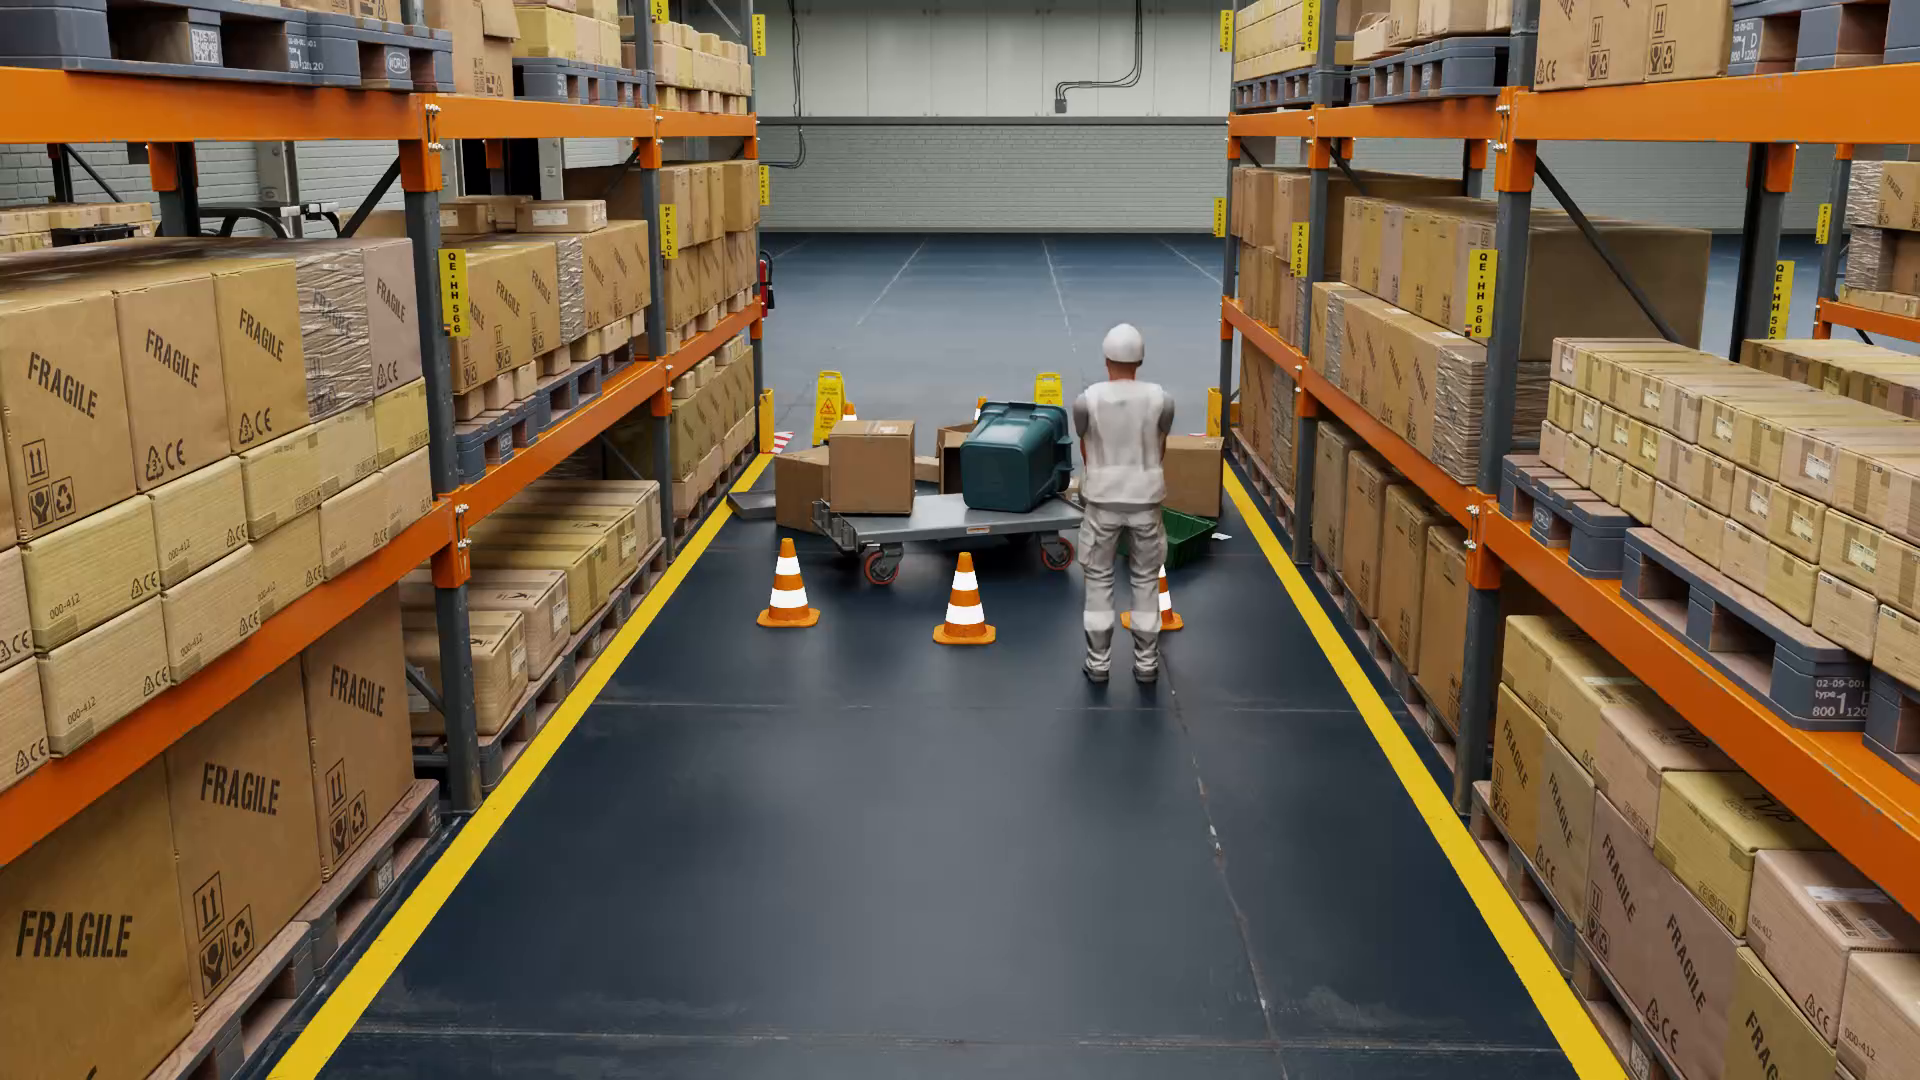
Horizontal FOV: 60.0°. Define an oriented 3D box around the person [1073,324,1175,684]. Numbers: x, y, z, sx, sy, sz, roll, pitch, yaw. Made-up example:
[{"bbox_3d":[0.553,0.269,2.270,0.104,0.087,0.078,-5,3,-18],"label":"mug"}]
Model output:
[{"bbox_3d":[0.796,-0.199,8.271,0.494,1.783,0.558,1,14,3],"label":"person"}]
